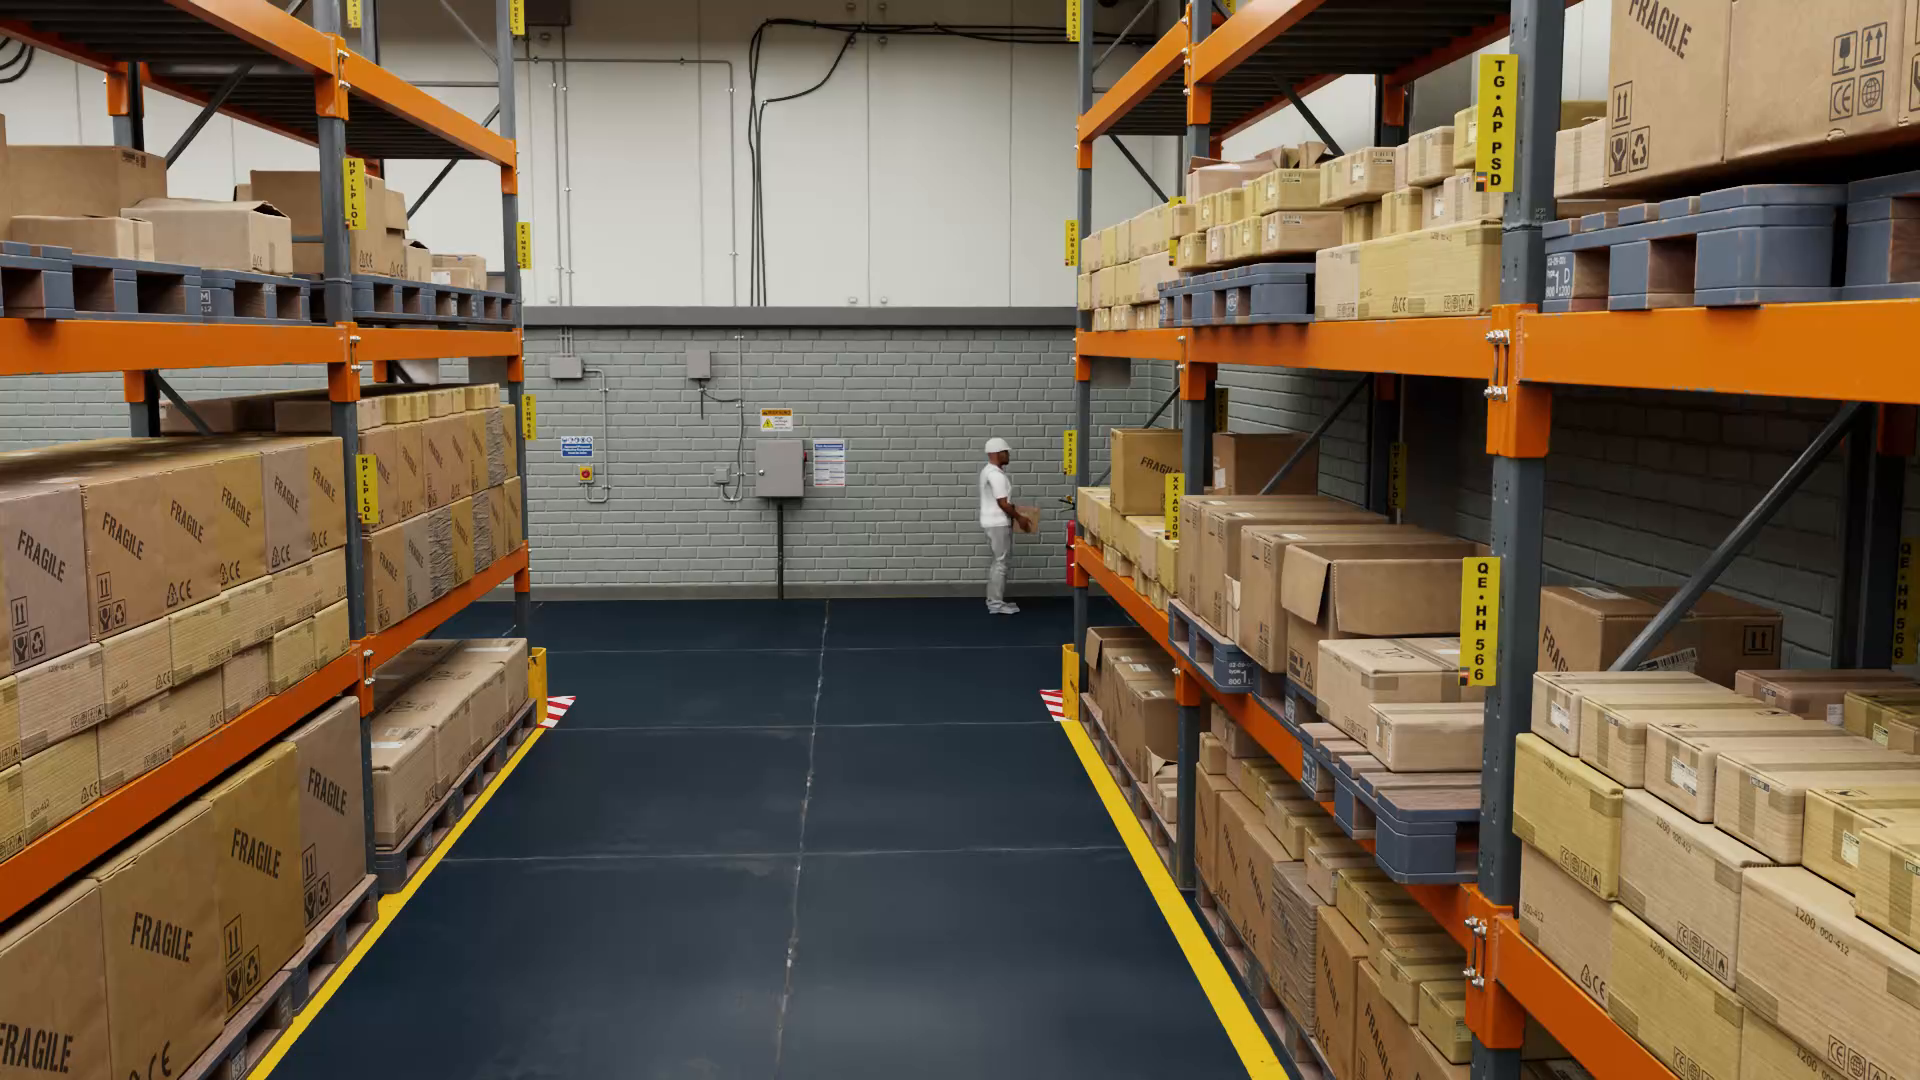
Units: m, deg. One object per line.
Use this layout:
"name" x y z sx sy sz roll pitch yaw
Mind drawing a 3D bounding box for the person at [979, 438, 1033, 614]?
"person" 0.461 -0.150 16.886 0.532 1.769 0.553 -1 7 -4
